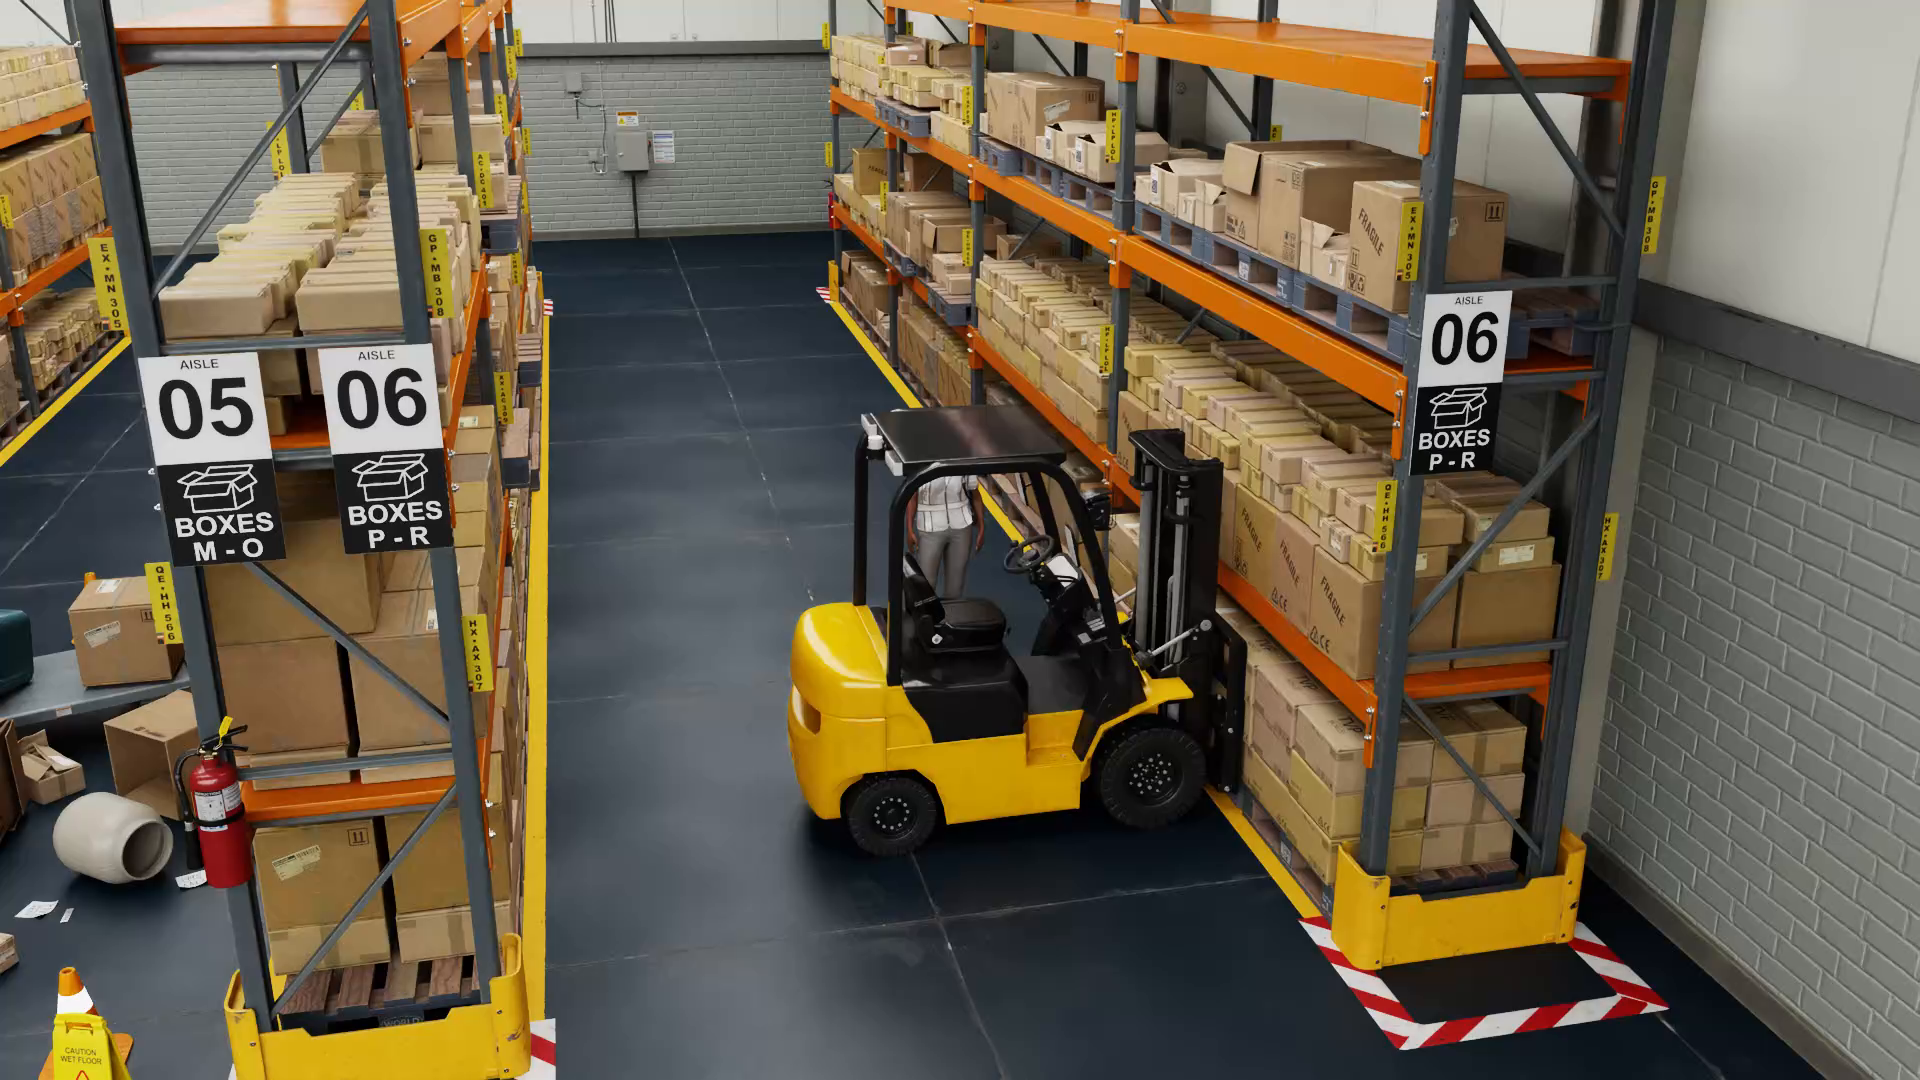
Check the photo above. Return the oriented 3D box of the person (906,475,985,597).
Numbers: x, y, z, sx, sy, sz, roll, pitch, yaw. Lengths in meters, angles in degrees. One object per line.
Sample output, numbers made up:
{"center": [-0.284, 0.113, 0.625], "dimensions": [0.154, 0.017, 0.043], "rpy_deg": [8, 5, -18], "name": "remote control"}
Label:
{"center": [-0.099, -0.036, 11.095], "dimensions": [0.570, 1.698, 0.528], "rpy_deg": [-5, 20, -12], "name": "person"}
